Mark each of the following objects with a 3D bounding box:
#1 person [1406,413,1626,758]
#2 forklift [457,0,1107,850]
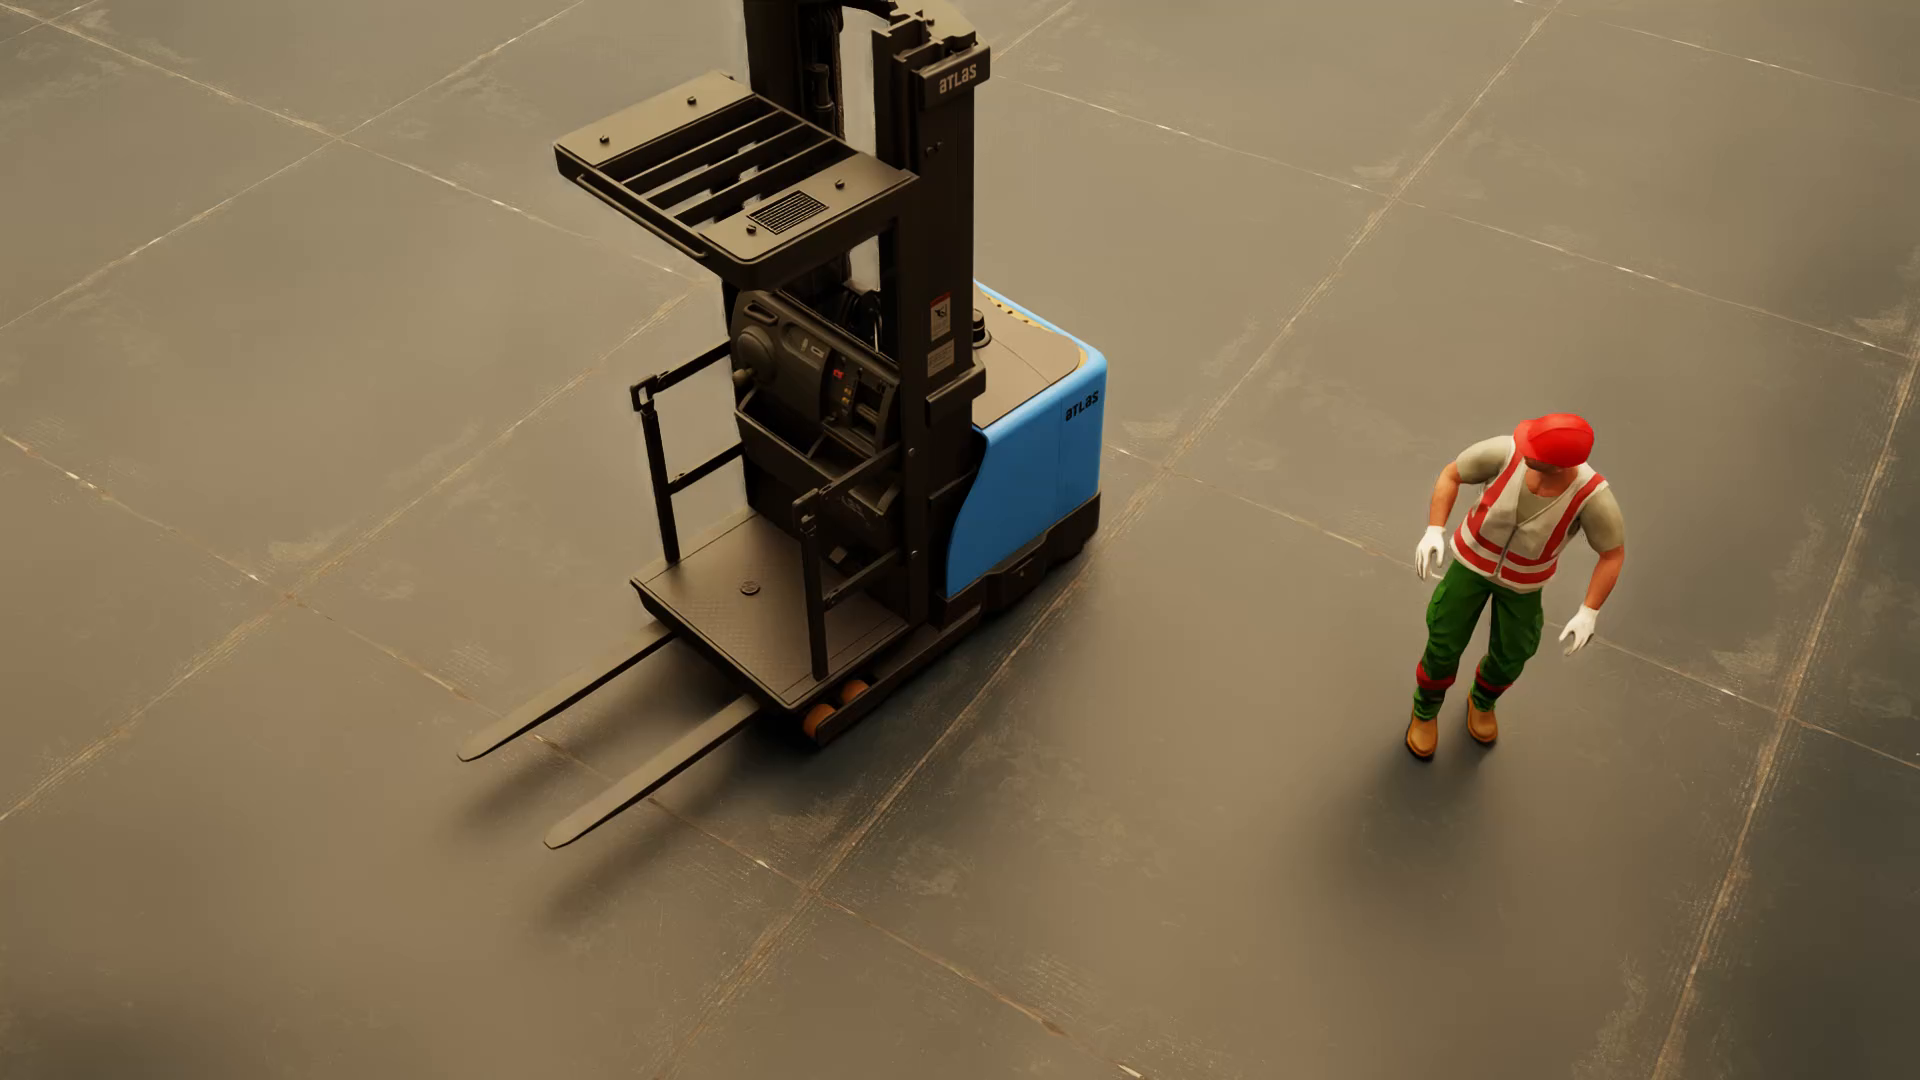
[{"bbox_3d":[2.156,0.175,6.536,0.740,1.741,0.512,17,46,17],"label":"person"},{"bbox_3d":[-0.736,-0.608,6.490,3.031,2.935,1.130,-34,53,-31],"label":"forklift"}]
